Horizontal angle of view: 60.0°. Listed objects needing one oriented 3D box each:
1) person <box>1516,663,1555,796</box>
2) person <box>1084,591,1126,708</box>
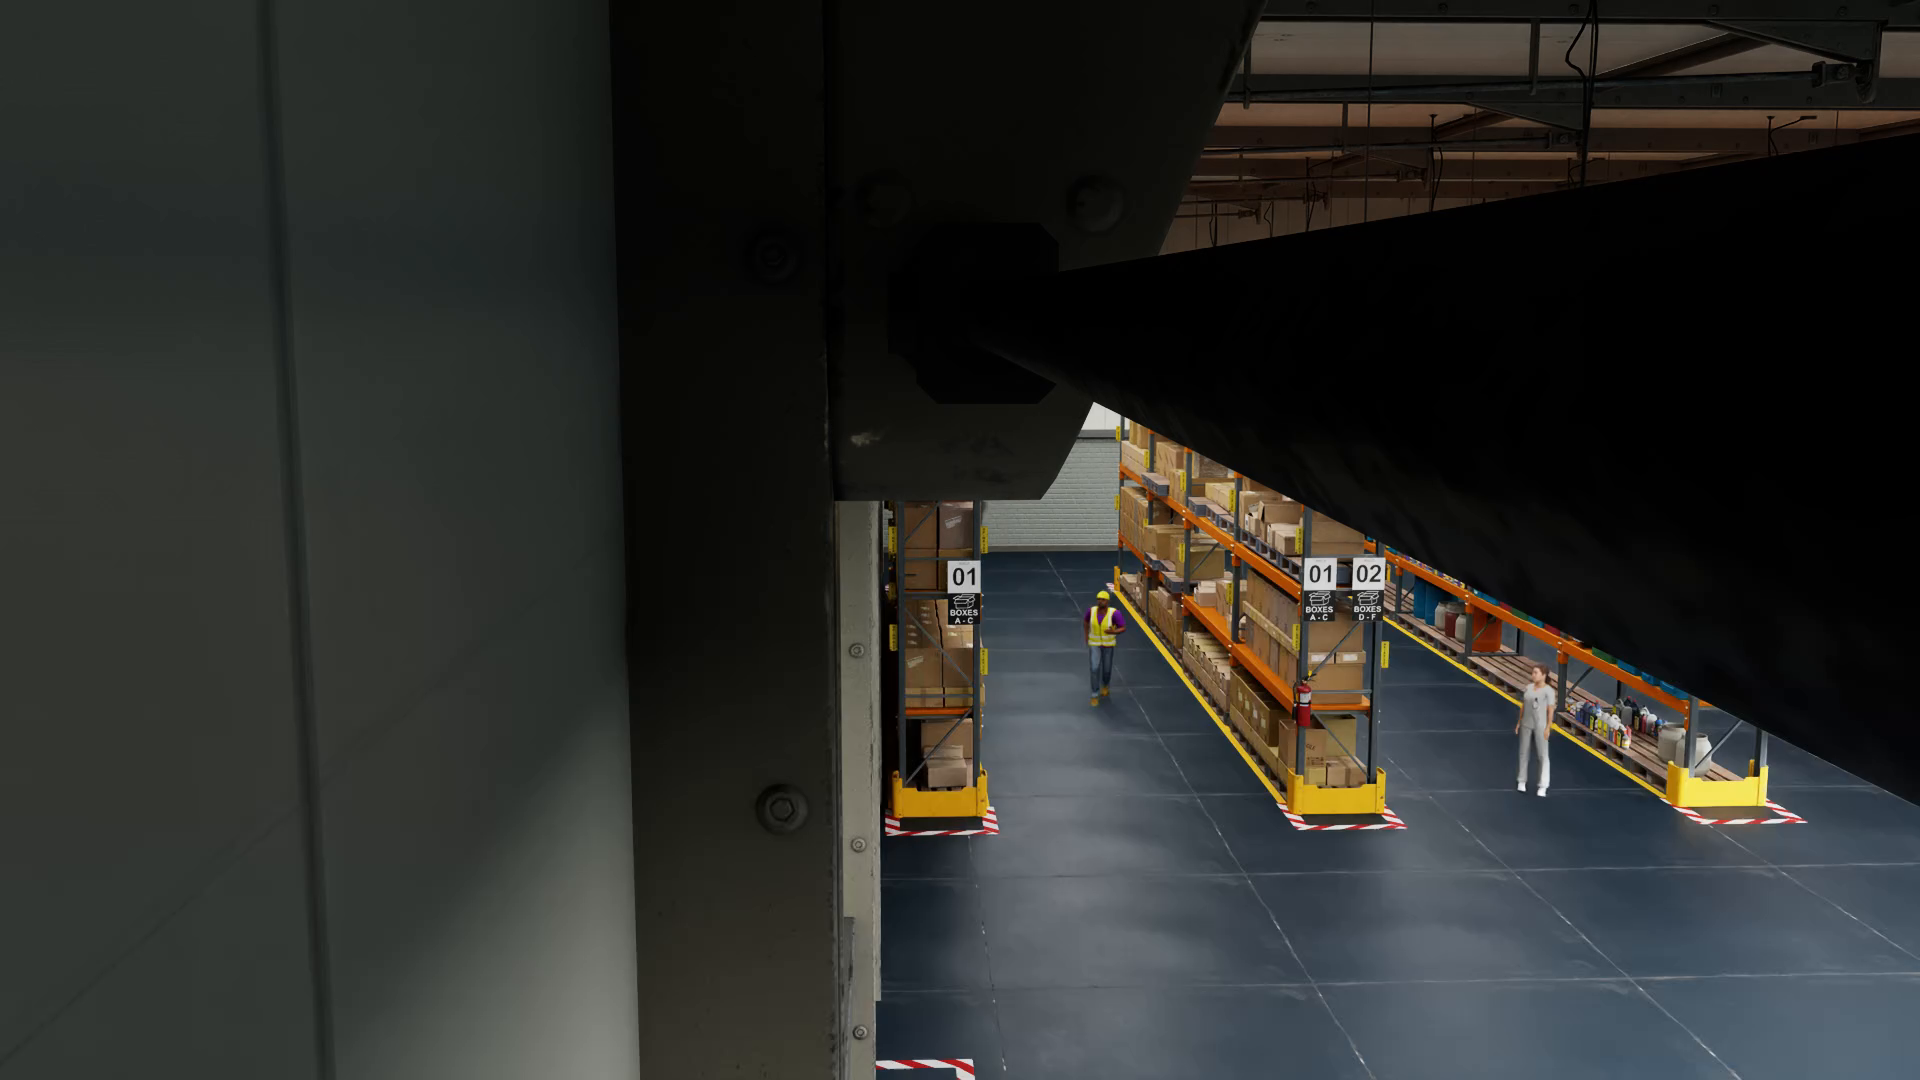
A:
[{"bbox_3d":[7.422,2.427,21.466,0.488,1.677,0.398,7,11,41],"label":"person"},{"bbox_3d":[2.287,1.692,26.281,0.653,1.809,0.847,1,8,4],"label":"person"}]
